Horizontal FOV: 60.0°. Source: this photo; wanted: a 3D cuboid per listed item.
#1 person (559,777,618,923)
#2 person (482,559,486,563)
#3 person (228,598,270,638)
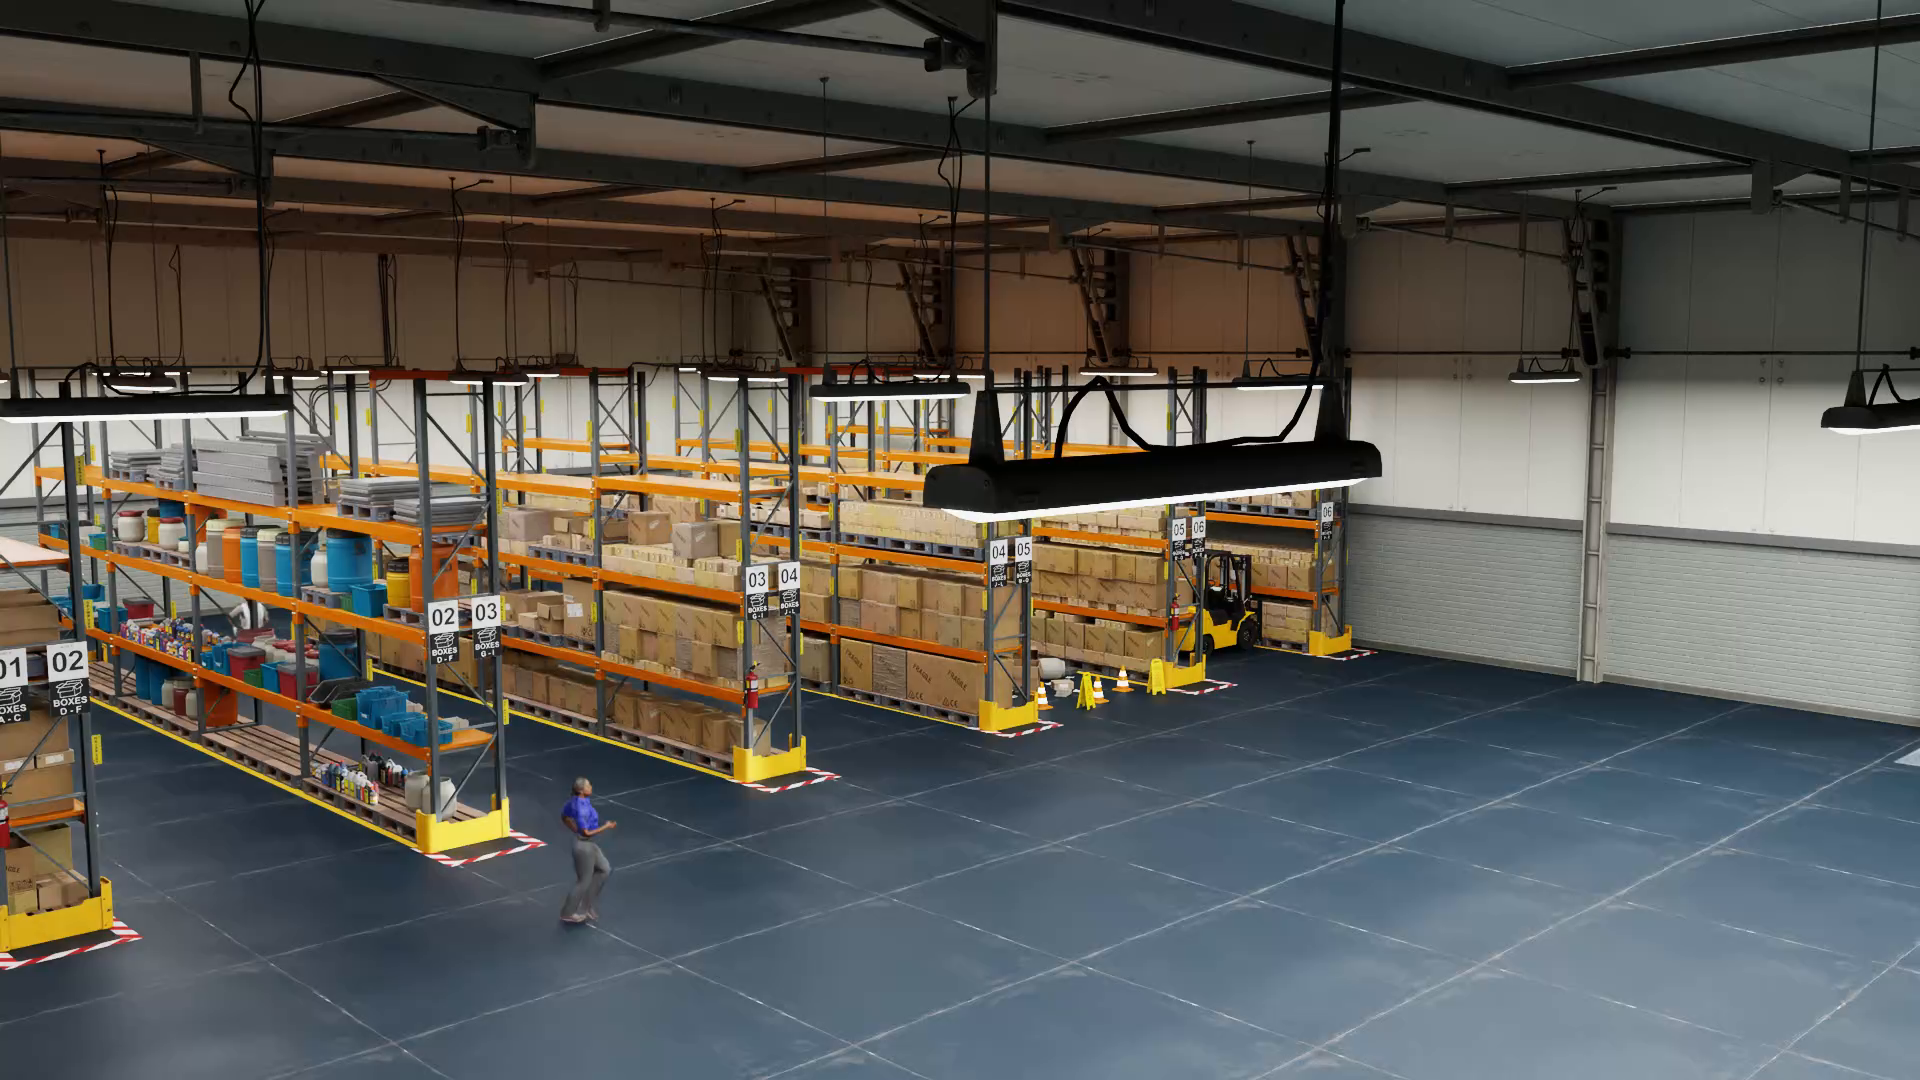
[{"bbox_3d":[-4.126,3.446,18.437,0.660,1.684,0.555,-2,7,-15],"label":"person"},{"bbox_3d":[-10.816,1.278,37.596,0.568,1.698,0.701,-6,9,-41],"label":"person"},{"bbox_3d":[-13.524,1.860,31.795,0.785,1.847,0.661,4,8,33],"label":"person"}]
